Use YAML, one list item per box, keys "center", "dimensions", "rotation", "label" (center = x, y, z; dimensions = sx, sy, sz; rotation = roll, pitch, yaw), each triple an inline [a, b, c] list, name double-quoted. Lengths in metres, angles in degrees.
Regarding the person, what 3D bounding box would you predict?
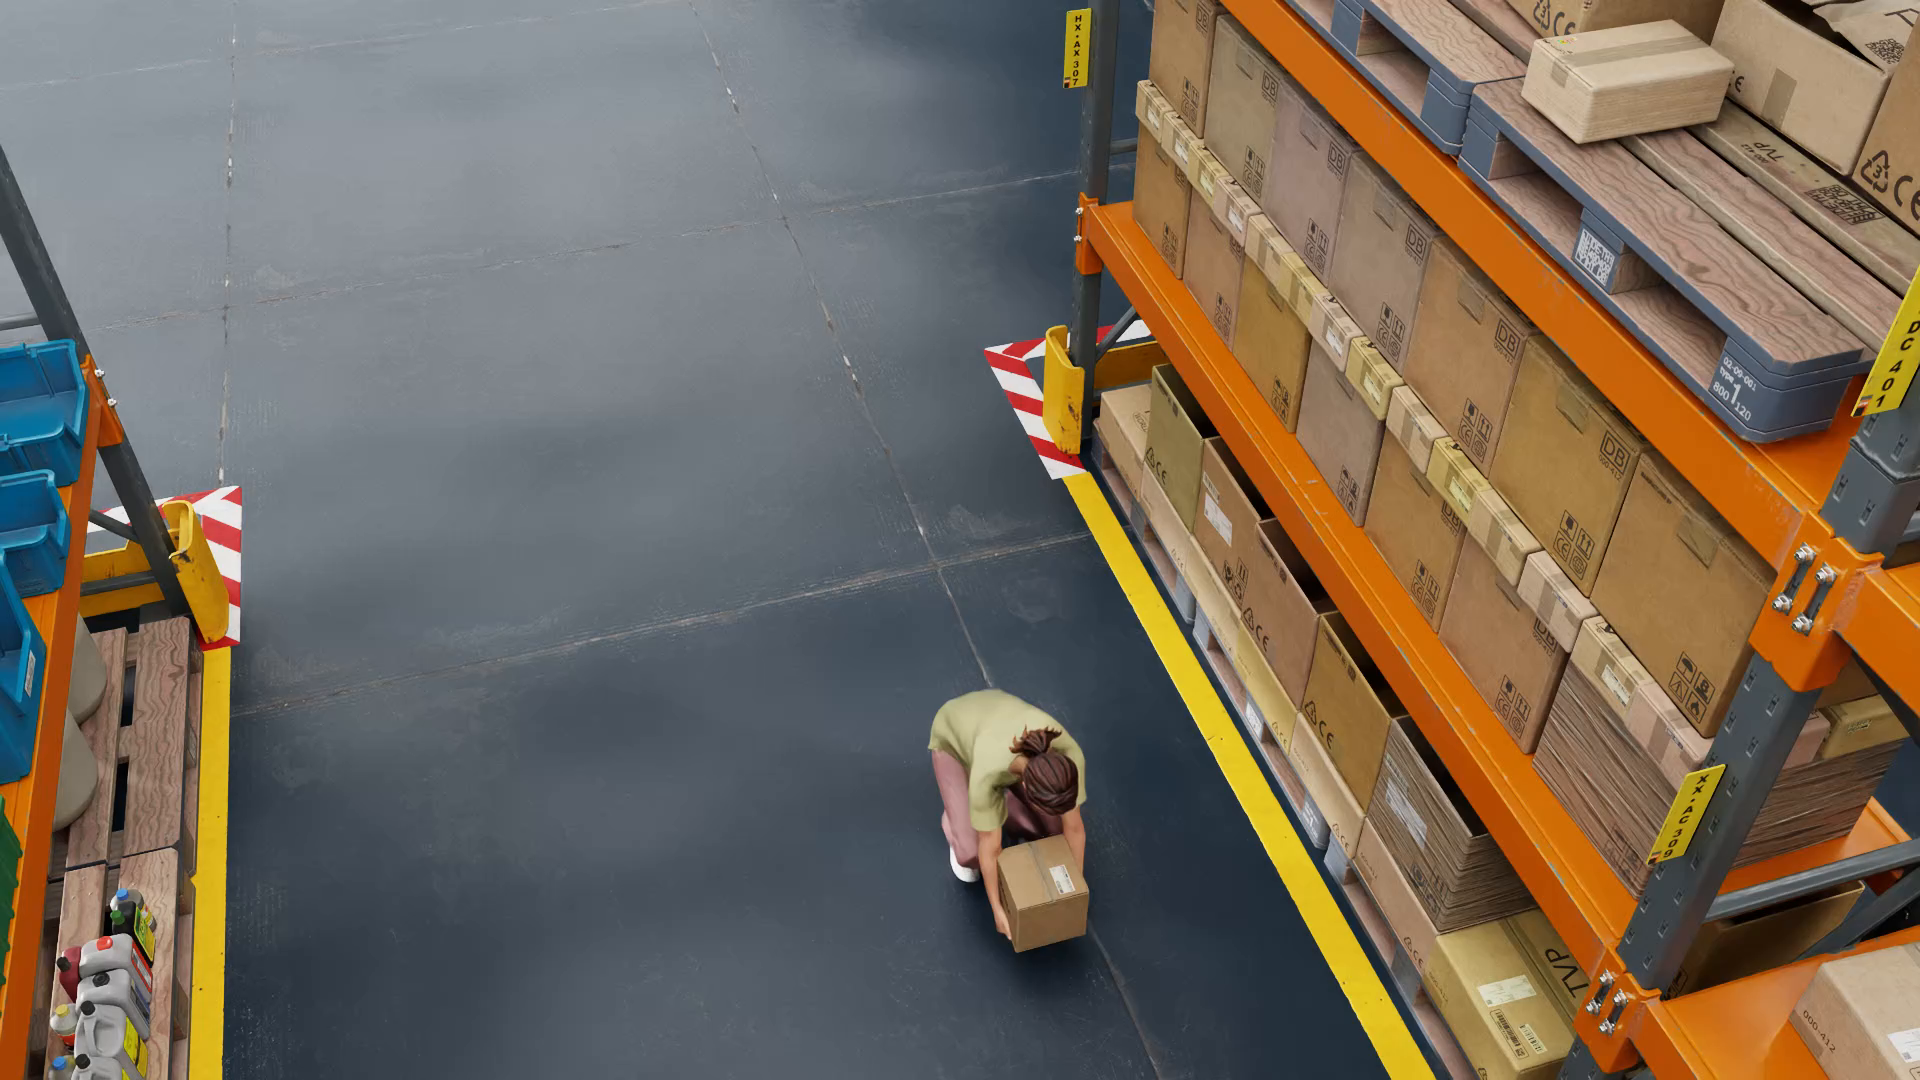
- center: [0.173, 0.880, 5.749]
  dimensions: [0.471, 0.934, 0.846]
  rotation: [-13, 44, -14]
  label: "person"
